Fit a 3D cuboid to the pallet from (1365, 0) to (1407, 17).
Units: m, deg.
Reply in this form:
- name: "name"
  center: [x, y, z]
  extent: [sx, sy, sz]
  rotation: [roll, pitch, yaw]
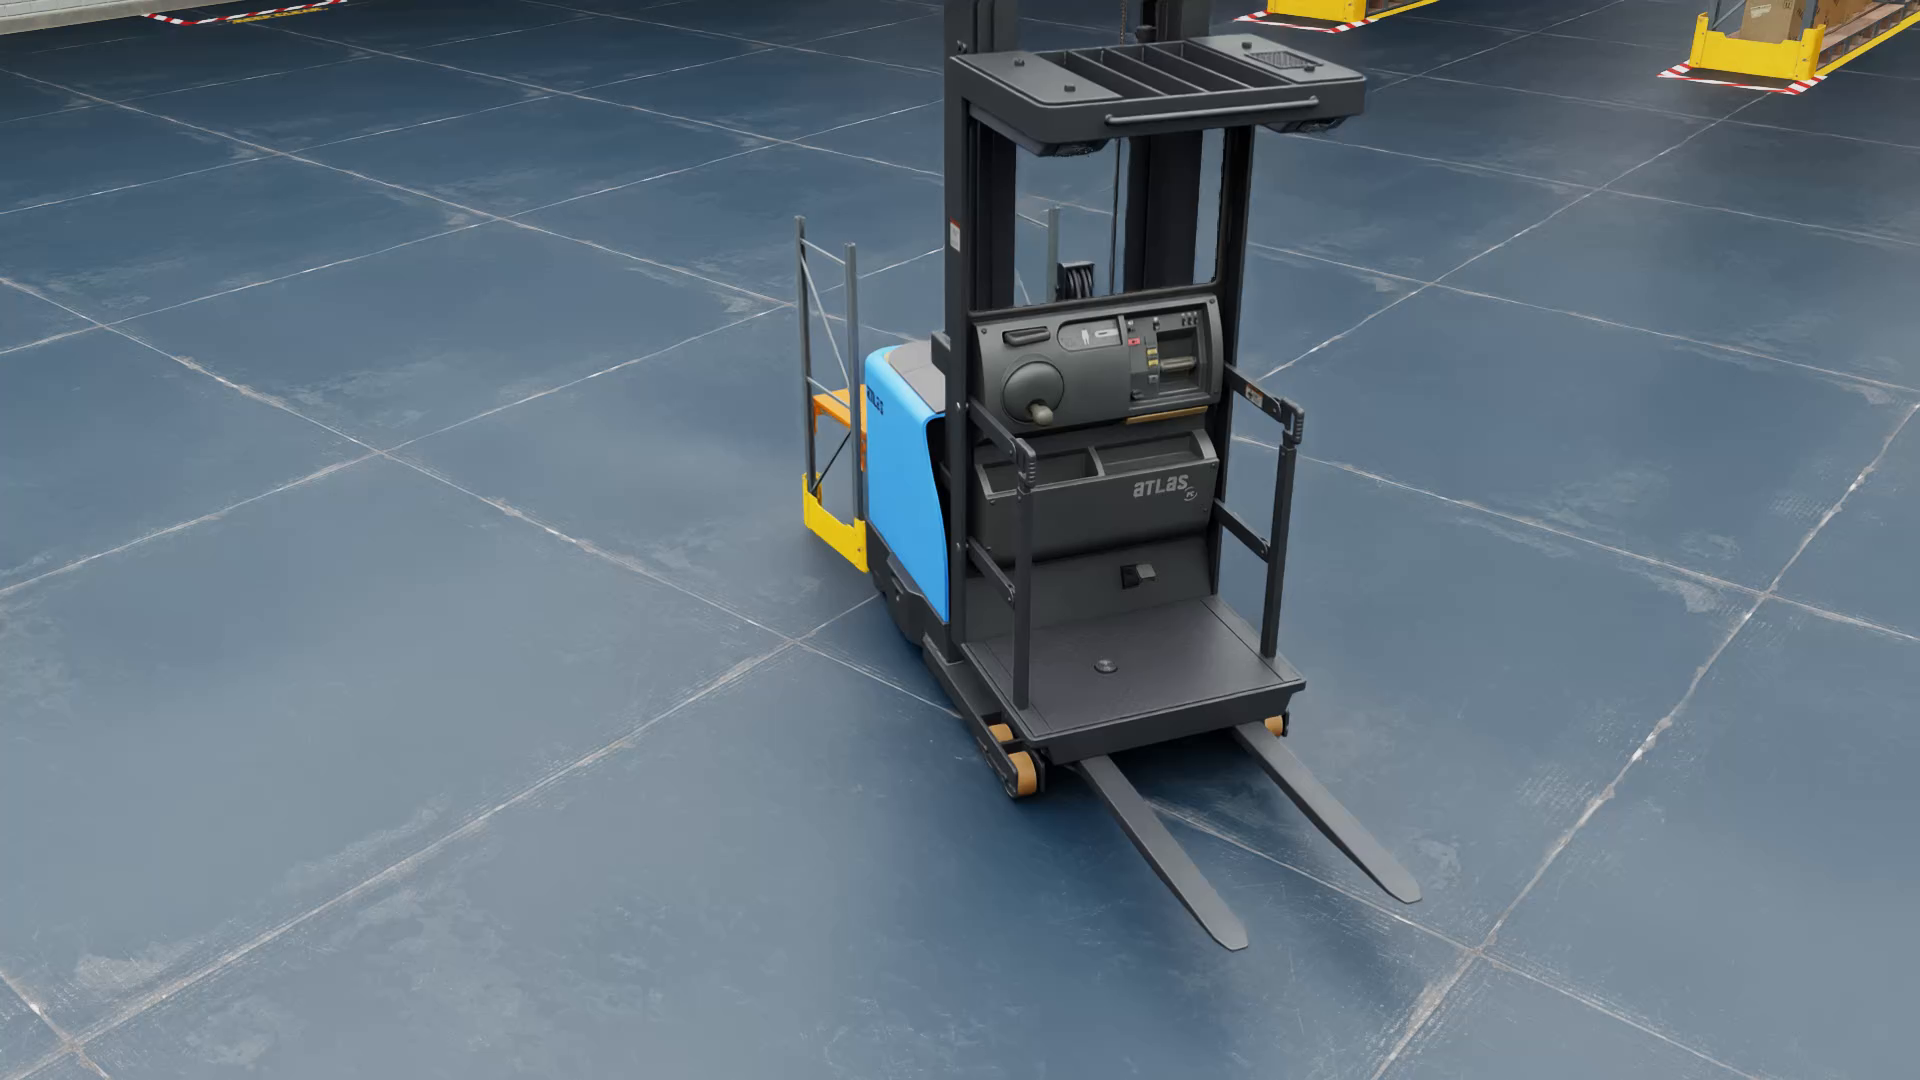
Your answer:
- name: "pallet"
  center: [4.764, -6.650, 20.374]
  extent: [1.003, 0.211, 1.213]
  rotation: [21, 34, 34]

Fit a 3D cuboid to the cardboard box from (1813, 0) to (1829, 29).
- name: "cardboard box"
  center: [8.817, -5.628, 17.628]
  extent: [0.500, 0.500, 0.500]
  rotation: [-18, 32, -31]

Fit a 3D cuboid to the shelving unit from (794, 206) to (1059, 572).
- name: "shelving unit"
  center: [-0.134, -0.766, 7.598]
  extent: [1.083, 1.500, 0.587]
  rotation: [-16, 31, -28]

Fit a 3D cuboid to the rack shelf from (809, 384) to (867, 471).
- name: "rack shelf"
  center: [-0.142, -0.604, 7.676]
  extent: [1.000, 0.185, 0.538]
  rotation: [-16, 31, -28]

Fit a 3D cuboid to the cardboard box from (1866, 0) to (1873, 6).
- name: "cardboard box"
  center: [10.312, -6.478, 19.271]
  extent: [0.500, 0.500, 0.500]
  rotation: [20, 33, 33]

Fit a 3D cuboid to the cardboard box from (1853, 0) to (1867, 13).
- name: "cardboard box"
  center: [9.953, -6.273, 18.874]
  extent: [0.500, 0.500, 0.500]
  rotation: [-16, 31, -28]

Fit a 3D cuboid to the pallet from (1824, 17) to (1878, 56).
- name: "pallet"
  center: [9.421, -5.610, 18.365]
  extent: [1.003, 0.211, 1.213]
  rotation: [21, 34, 34]

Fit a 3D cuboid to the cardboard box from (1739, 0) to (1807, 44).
- name: "cardboard box"
  center: [8.463, -5.406, 17.199]
  extent: [0.500, 0.500, 0.500]
  rotation: [-21, 34, -35]

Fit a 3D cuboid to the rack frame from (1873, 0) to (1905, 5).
- name: "rack frame"
  center: [10.597, -7.532, 19.044]
  extent: [1.000, 3.000, 0.127]
  rotation: [21, 34, 34]

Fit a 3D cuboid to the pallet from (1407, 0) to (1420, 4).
- name: "pallet"
  center: [5.540, -7.080, 21.207]
  extent: [1.003, 0.211, 1.213]
  rotation: [21, 34, 34]

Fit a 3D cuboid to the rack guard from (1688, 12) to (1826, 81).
- name: "rack guard"
  center: [8.101, -5.030, 16.929]
  extent: [1.175, 0.500, 0.348]
  rotation: [21, 34, 34]

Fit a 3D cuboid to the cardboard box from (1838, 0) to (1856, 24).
- name: "cardboard box"
  center: [9.619, -6.029, 18.404]
  extent: [0.500, 0.500, 0.500]
  rotation: [17, 32, 30]

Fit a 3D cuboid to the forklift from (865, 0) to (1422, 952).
- name: "forklift"
  center: [0.581, -0.594, 5.708]
  extent: [1.130, 2.935, 3.031]
  rotation: [-10, 29, -18]

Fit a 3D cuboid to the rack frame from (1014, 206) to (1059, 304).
- name: "rack frame"
  center: [0.290, -0.887, 7.833]
  extent: [0.032, 1.500, 0.500]
  rotation: [-16, 31, -28]

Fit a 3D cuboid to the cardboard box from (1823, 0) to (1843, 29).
- name: "cardboard box"
  center: [9.230, -5.845, 18.047]
  extent: [0.500, 0.500, 0.500]
  rotation: [25, 36, 39]

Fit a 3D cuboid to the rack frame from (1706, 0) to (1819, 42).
- name: "rack frame"
  center: [8.053, -6.113, 16.303]
  extent: [1.000, 3.000, 0.127]
  rotation: [21, 34, 34]

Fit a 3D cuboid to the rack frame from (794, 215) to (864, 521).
- name: "rack frame"
  center: [-0.573, -0.640, 7.354]
  extent: [0.032, 1.500, 0.500]
  rotation: [-16, 31, -28]

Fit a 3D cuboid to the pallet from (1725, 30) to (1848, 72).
- name: "pallet"
  center: [8.645, -5.180, 17.533]
  extent: [1.003, 0.211, 1.213]
  rotation: [21, 34, 34]

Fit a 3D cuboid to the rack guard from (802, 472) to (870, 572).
- name: "rack guard"
  center: [-0.556, -0.089, 7.651]
  extent: [0.087, 0.250, 0.587]
  rotation: [-16, 31, -28]

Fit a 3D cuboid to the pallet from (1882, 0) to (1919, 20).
- name: "pallet"
  center: [11.091, -6.570, 20.220]
  extent: [1.003, 0.211, 1.213]
  rotation: [21, 34, 34]

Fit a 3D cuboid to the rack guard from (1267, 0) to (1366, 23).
- name: "rack guard"
  center: [4.243, -6.491, 19.754]
  extent: [1.175, 0.500, 0.348]
  rotation: [21, 34, 34]

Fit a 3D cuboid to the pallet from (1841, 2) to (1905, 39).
- name: "pallet"
  center: [10.197, -6.045, 19.205]
  extent: [1.003, 0.211, 1.213]
  rotation: [21, 34, 34]
